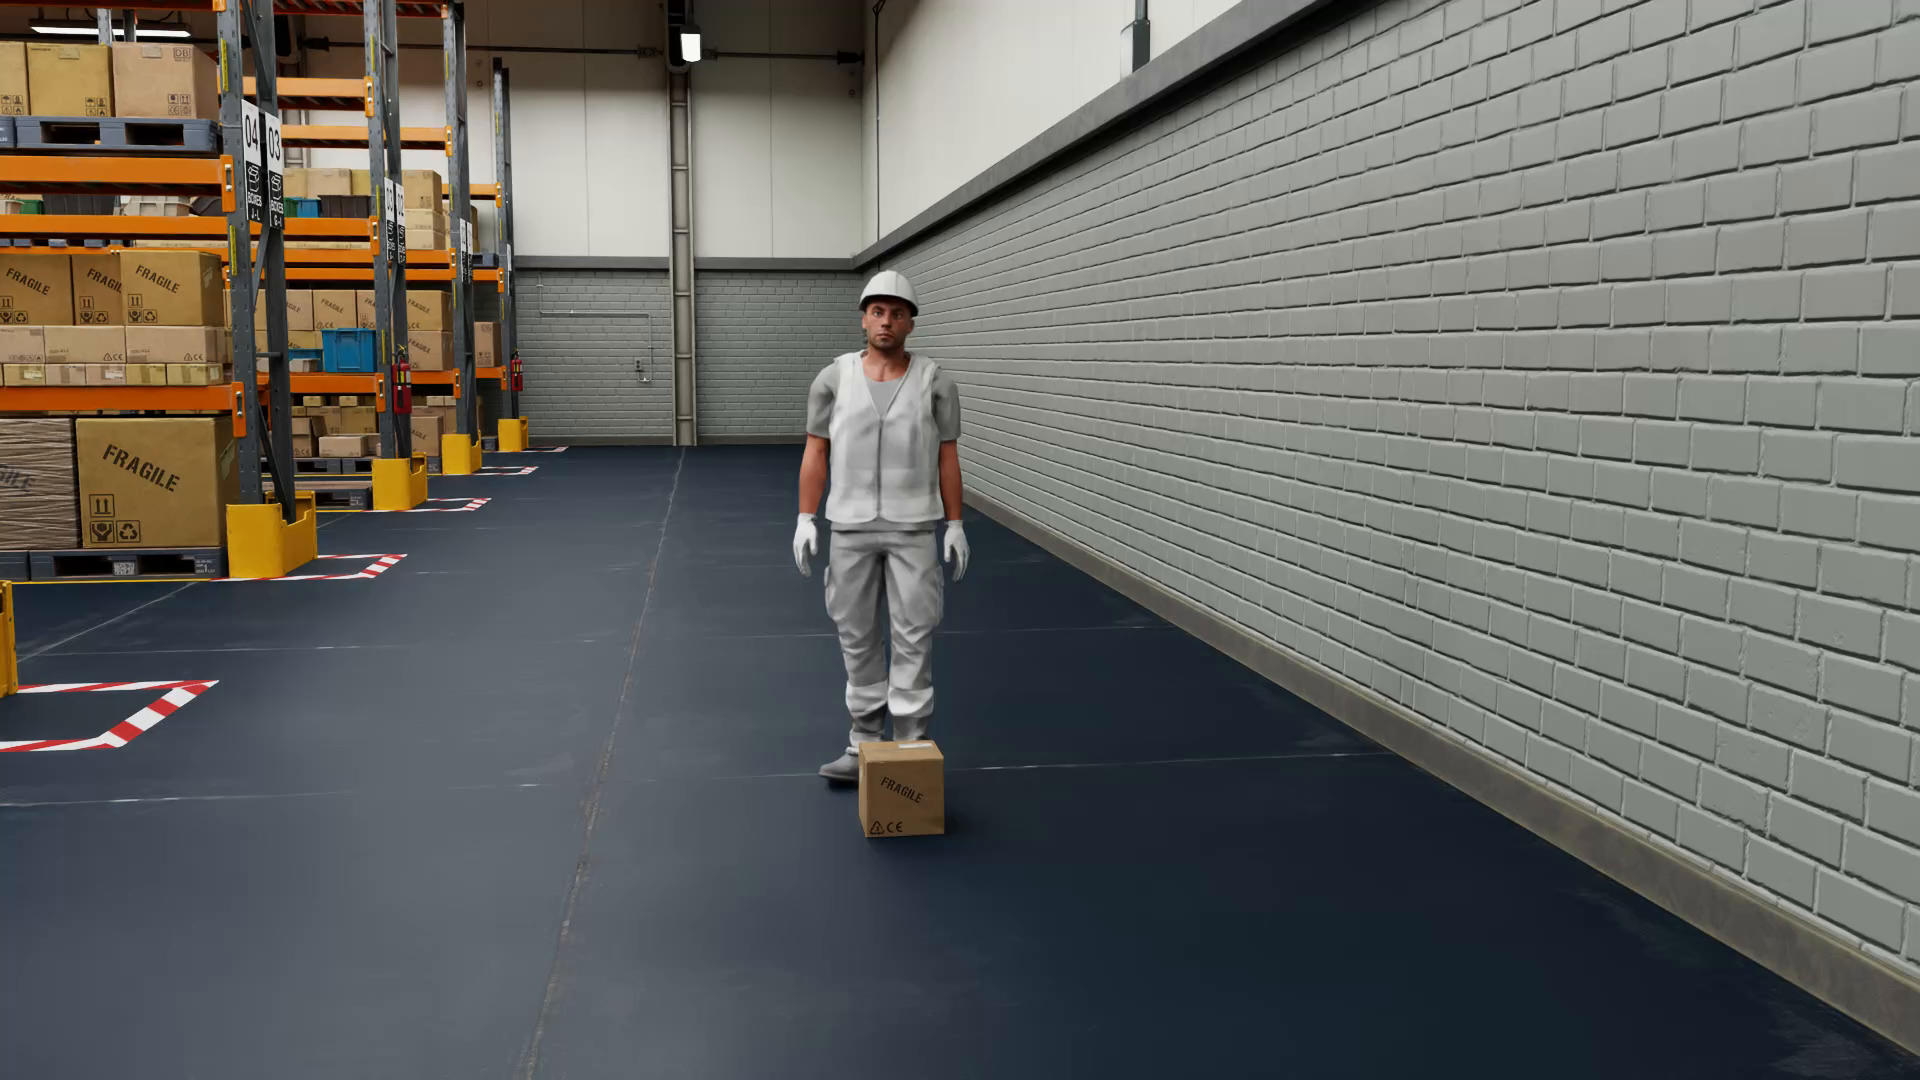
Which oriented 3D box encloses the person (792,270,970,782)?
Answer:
[{"bbox_3d":[-0.273,-0.026,5.741,0.609,1.796,0.451,0,6,3],"label":"person"}]
